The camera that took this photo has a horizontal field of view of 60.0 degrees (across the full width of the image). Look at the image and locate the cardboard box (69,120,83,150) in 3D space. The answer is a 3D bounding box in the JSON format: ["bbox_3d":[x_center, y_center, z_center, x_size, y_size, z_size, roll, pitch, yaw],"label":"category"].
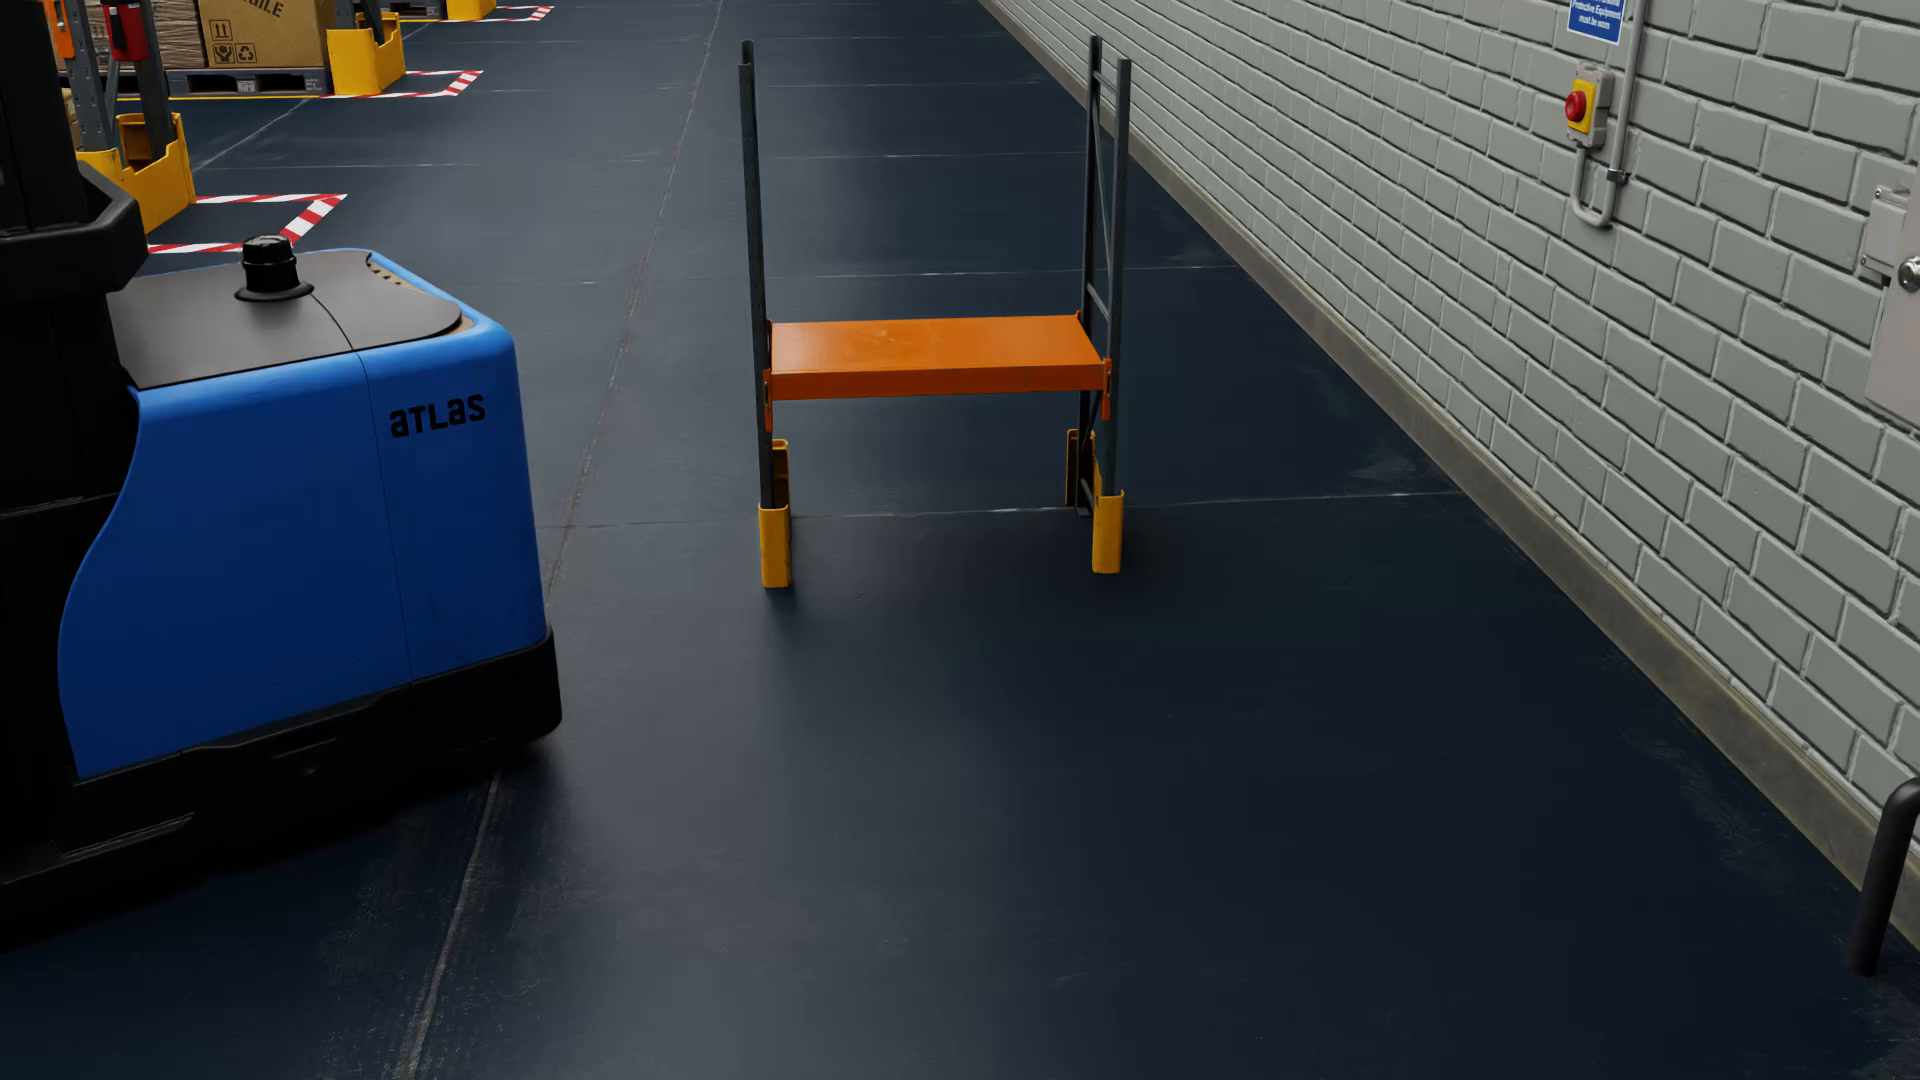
[{"bbox_3d":[-5.032,-2.229,9.198,0.250,0.149,0.380,-1,24,-3],"label":"cardboard box"}]

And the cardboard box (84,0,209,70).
[{"bbox_3d":[-6.407,-4.256,13.232,0.875,0.875,0.875,-2,24,-5],"label":"cardboard box"}]

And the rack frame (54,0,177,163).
[{"bbox_3d":[-4.485,-3.121,8.578,0.127,3.000,1.000,-2,24,-5],"label":"rack frame"}]

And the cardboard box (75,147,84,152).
[{"bbox_3d":[-5.038,-2.118,9.316,0.250,0.149,0.380,-2,24,-4],"label":"cardboard box"}]

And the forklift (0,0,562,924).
[{"bbox_3d":[-2.461,-0.623,3.043,3.031,2.935,1.130,-17,29,-33],"label":"forklift"}]

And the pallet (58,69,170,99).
[{"bbox_3d":[-6.871,-3.744,13.414,1.213,0.211,1.003,-2,24,-5],"label":"pallet"}]

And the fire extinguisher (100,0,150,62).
[{"bbox_3d":[-4.189,-2.738,8.272,0.183,0.674,0.296,-2,24,-5],"label":"fire extinguisher"}]

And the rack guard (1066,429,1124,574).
[{"bbox_3d":[0.420,-0.131,5.237,0.087,0.250,0.587,-2,24,-5],"label":"rack guard"}]

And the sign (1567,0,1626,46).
[{"bbox_3d":[1.767,-1.504,4.608,0.001,0.218,0.327,-2,24,-5],"label":"sign"}]

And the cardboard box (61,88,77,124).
[{"bbox_3d":[-5.040,-2.398,9.213,0.250,0.149,0.380,-3,24,-8],"label":"cardboard box"}]

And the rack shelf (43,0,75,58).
[{"bbox_3d":[-6.475,-2.712,8.544,4.000,0.370,1.077,-2,24,-5],"label":"rack shelf"}]

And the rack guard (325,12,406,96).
[{"bbox_3d":[-4.848,-3.988,13.607,0.348,0.500,1.175,-2,24,-5],"label":"rack guard"}]

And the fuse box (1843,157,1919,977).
[{"bbox_3d":[1.772,0.085,2.952,0.414,1.711,0.539,-2,24,-5],"label":"fuse box"}]

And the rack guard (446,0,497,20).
[{"bbox_3d":[-5.336,-5.995,18.123,0.348,0.500,1.175,-2,24,-5],"label":"rack guard"}]

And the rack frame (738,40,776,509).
[{"bbox_3d":[-0.591,-0.662,4.892,0.032,1.500,0.500,-2,24,-5],"label":"rack frame"}]

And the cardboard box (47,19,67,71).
[{"bbox_3d":[-7.292,-4.221,13.152,0.875,0.875,0.875,-2,24,-5],"label":"cardboard box"}]

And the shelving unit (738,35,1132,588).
[{"bbox_3d":[-0.076,-0.682,4.939,1.083,1.500,0.587,-2,24,-5],"label":"shelving unit"}]

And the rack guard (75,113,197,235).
[{"bbox_3d":[-4.561,-1.975,9.079,0.348,0.500,1.175,-2,24,-5],"label":"rack guard"}]

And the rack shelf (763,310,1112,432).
[{"bbox_3d":[-0.085,-0.518,5.011,1.000,0.185,0.538,-2,24,-5],"label":"rack shelf"}]

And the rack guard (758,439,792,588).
[{"bbox_3d":[-0.571,-0.091,5.148,0.087,0.250,0.587,-2,24,-5],"label":"rack guard"}]

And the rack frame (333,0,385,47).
[{"bbox_3d":[-4.872,-5.130,13.098,0.127,3.000,1.000,-2,24,-5],"label":"rack frame"}]

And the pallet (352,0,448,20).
[{"bbox_3d":[-6.183,-5.840,18.129,1.213,0.211,1.003,-2,24,-5],"label":"pallet"}]

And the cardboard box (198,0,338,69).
[{"bbox_3d":[-5.501,-4.293,13.314,0.875,0.875,0.875,-2,24,-5],"label":"cardboard box"}]

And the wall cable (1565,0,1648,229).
[{"bbox_3d":[1.711,-1.837,4.401,0.123,1.953,0.585,-2,24,-5],"label":"wall cable"}]

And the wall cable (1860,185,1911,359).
[{"bbox_3d":[1.862,-1.250,3.118,0.122,1.984,0.588,-2,24,-5],"label":"wall cable"}]

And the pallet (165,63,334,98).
[{"bbox_3d":[-5.660,-3.792,13.521,1.213,0.211,1.003,-2,24,-5],"label":"pallet"}]

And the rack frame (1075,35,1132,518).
[{"bbox_3d":[0.421,-0.702,4.983,0.032,1.500,0.500,-2,24,-5],"label":"rack frame"}]
